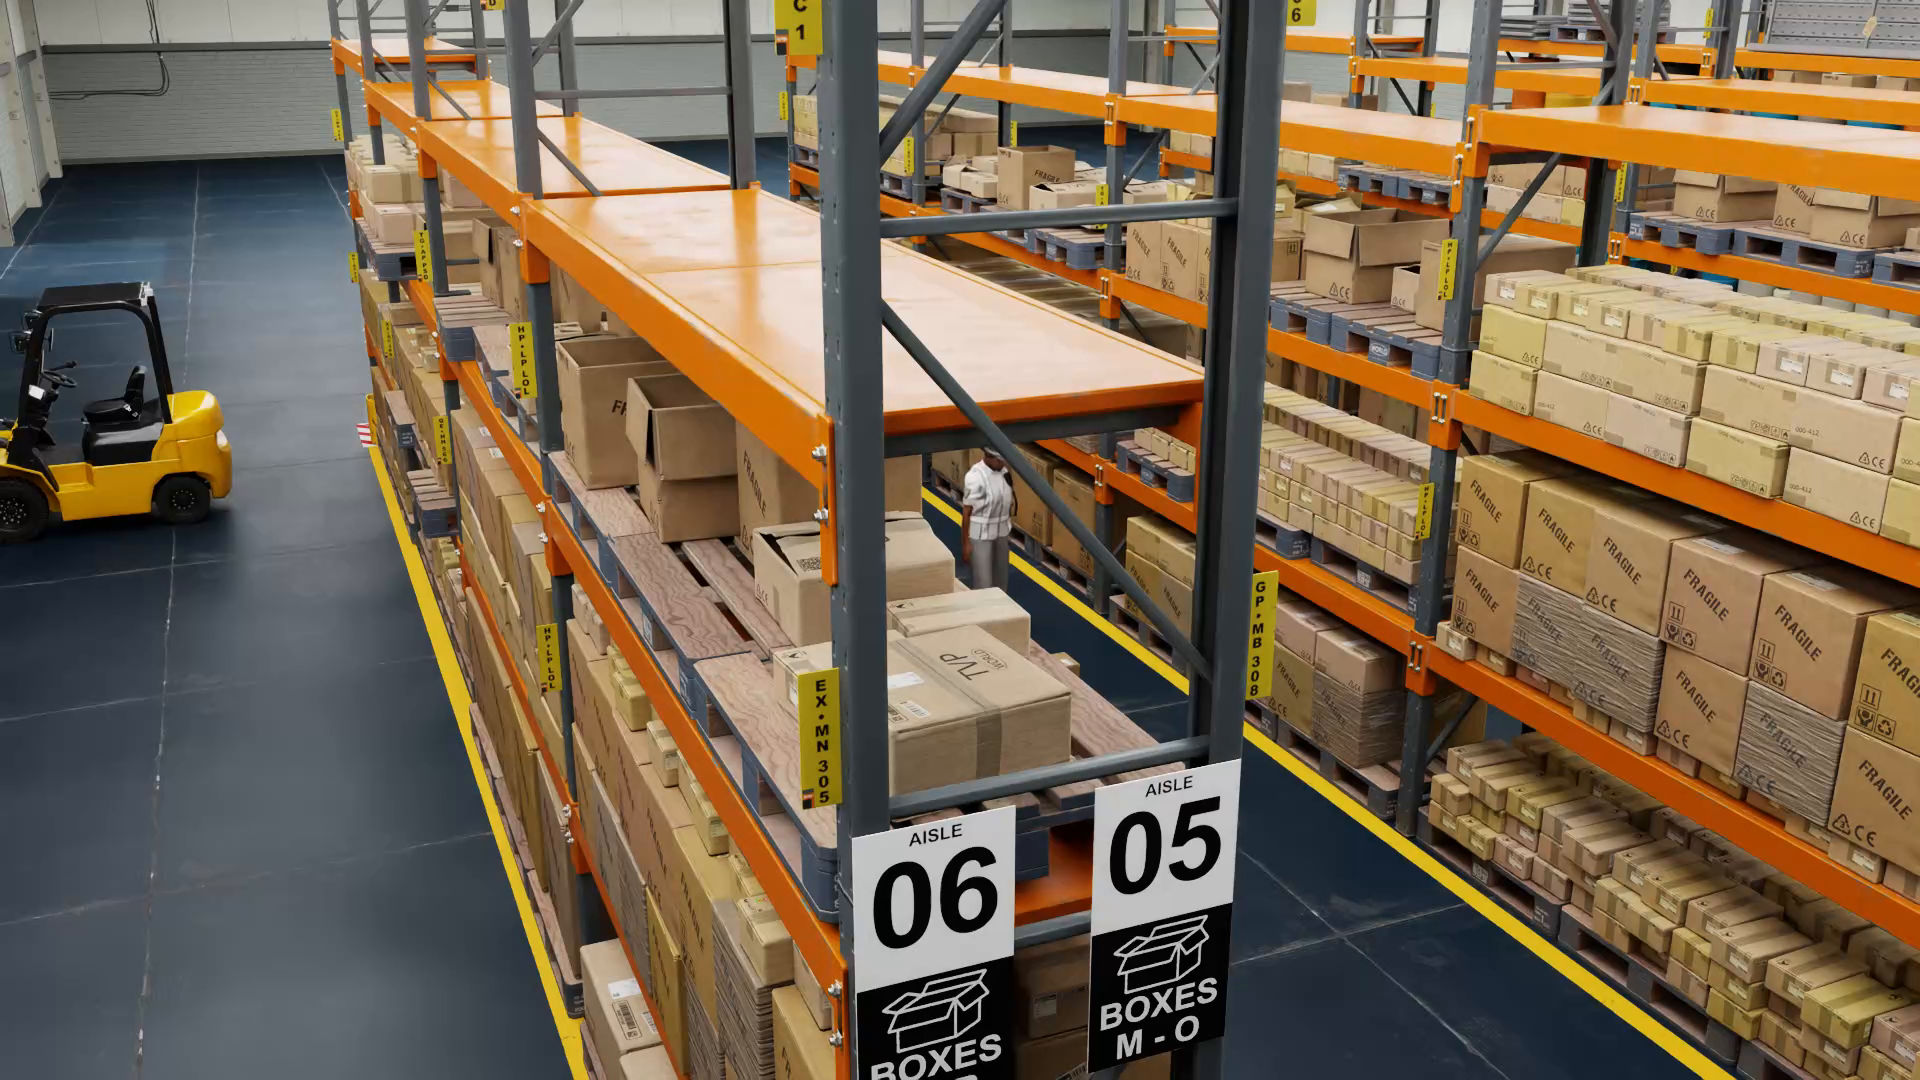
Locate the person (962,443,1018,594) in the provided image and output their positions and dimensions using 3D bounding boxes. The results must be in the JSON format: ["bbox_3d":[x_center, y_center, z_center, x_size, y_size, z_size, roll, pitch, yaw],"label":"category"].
[{"bbox_3d":[0.224,0.009,12.751,0.372,1.660,0.516,18,26,42],"label":"person"}]
